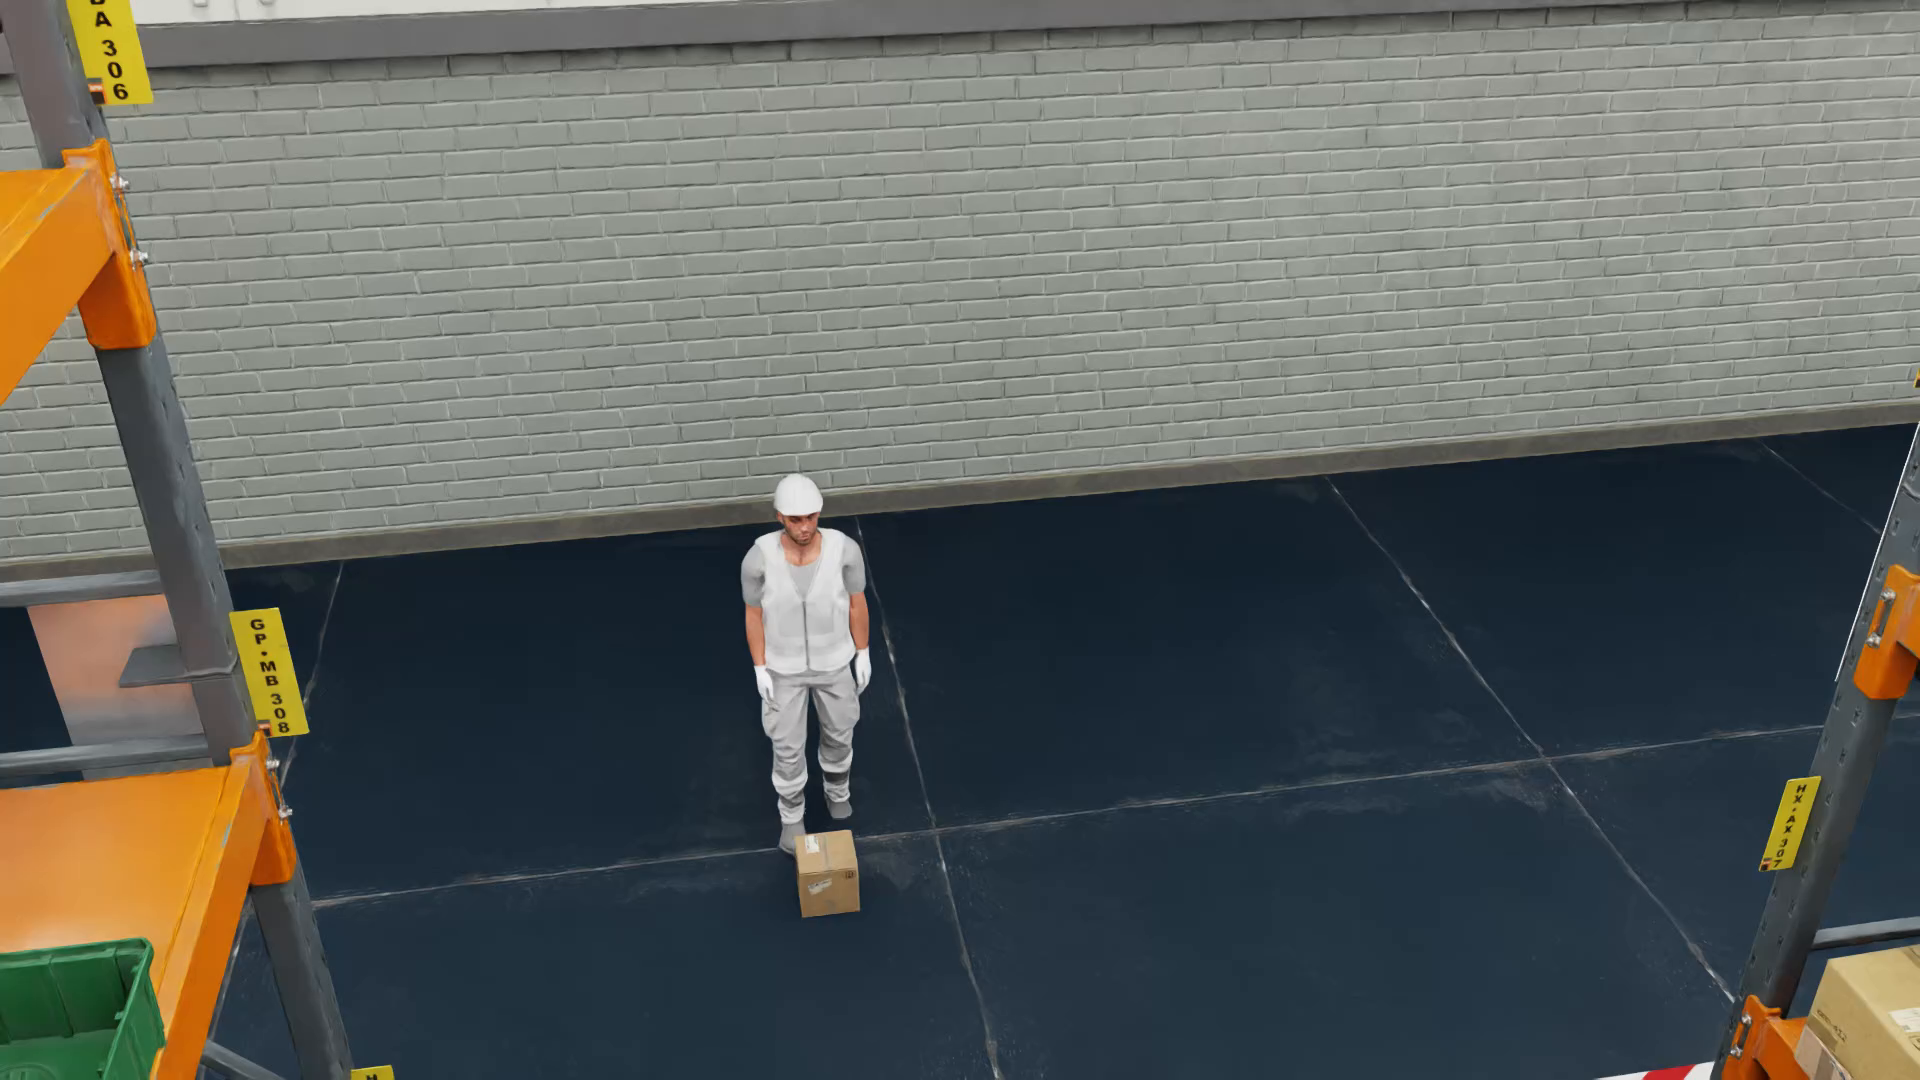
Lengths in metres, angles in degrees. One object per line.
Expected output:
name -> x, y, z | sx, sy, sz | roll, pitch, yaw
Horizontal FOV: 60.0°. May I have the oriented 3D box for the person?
person -> -0.649, 0.571, 7.220 | 0.535, 1.849, 0.456 | -5, 31, -8
